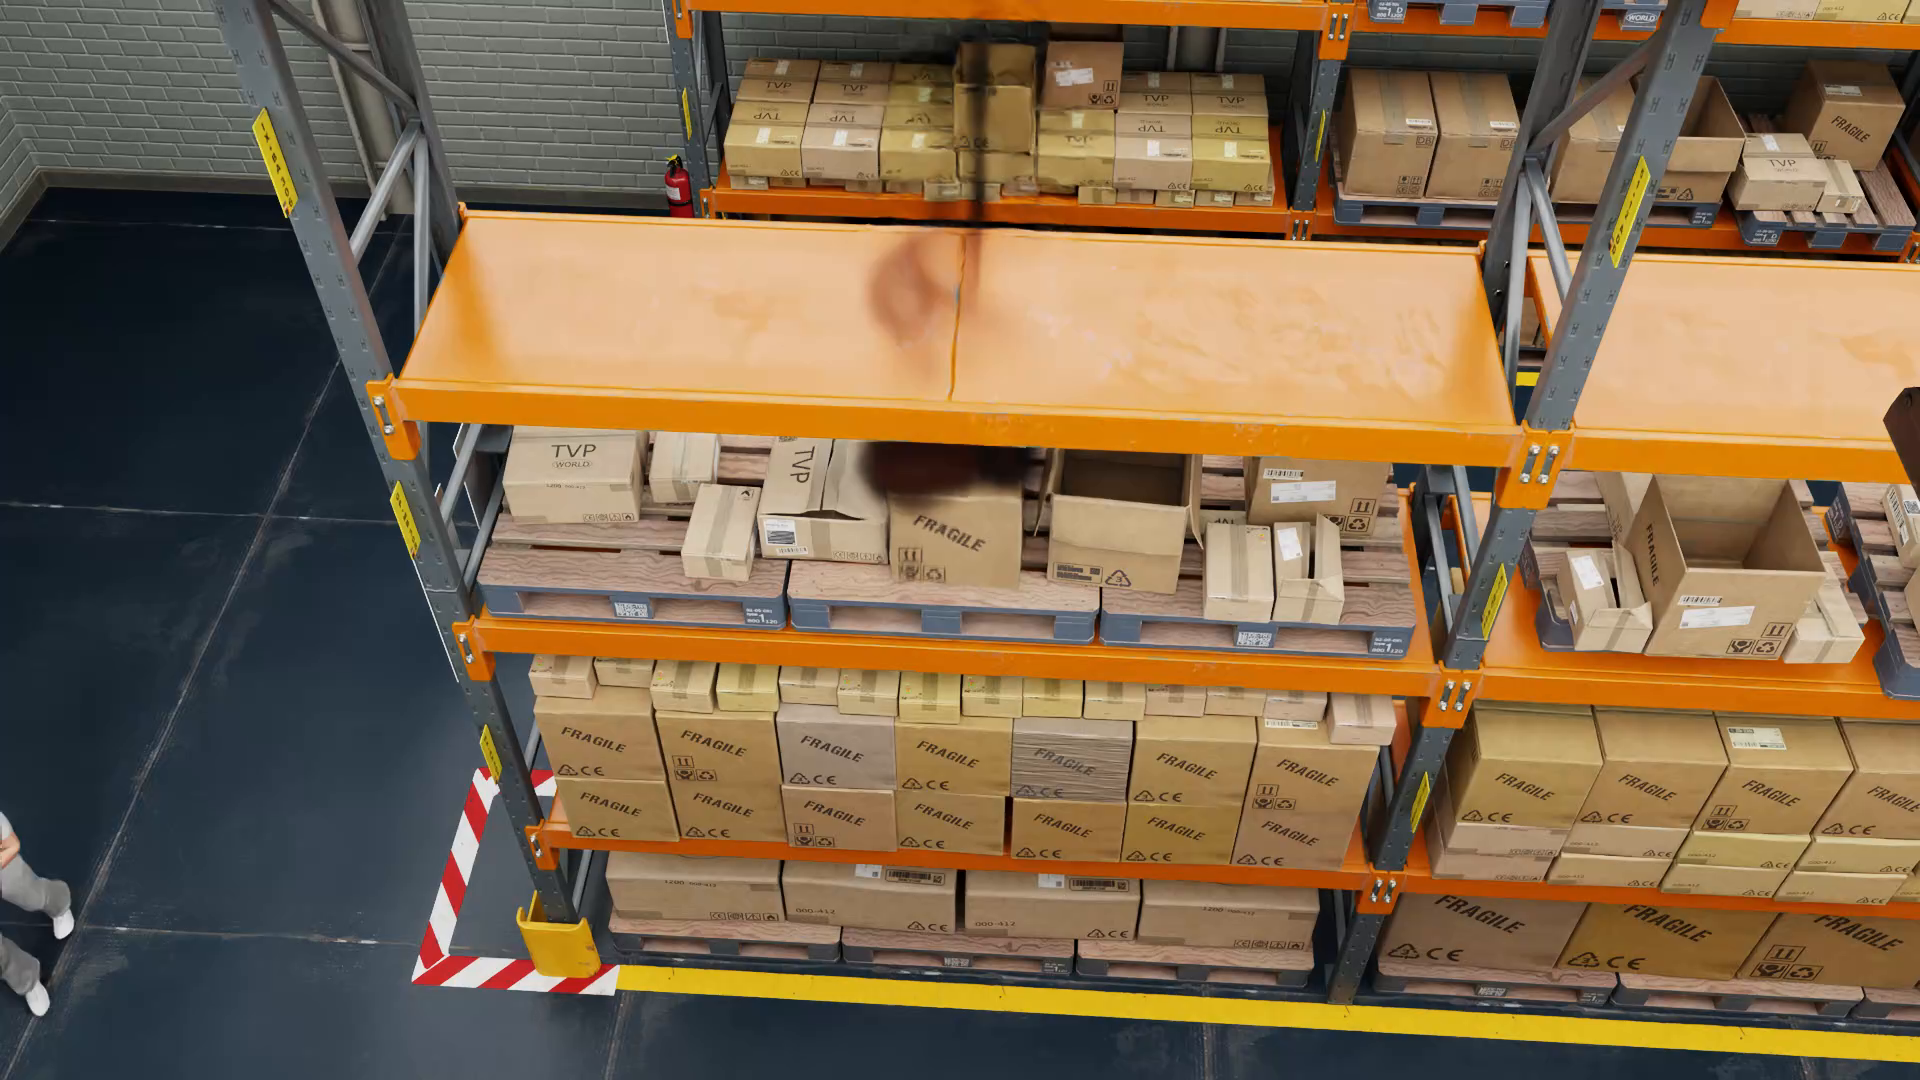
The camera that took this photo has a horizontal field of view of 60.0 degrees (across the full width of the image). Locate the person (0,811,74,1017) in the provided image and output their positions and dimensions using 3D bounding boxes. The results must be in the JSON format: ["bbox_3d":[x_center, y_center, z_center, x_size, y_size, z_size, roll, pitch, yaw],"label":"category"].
[{"bbox_3d":[-4.748,1.655,8.123,0.533,1.720,0.750,-14,49,-13],"label":"person"}]
